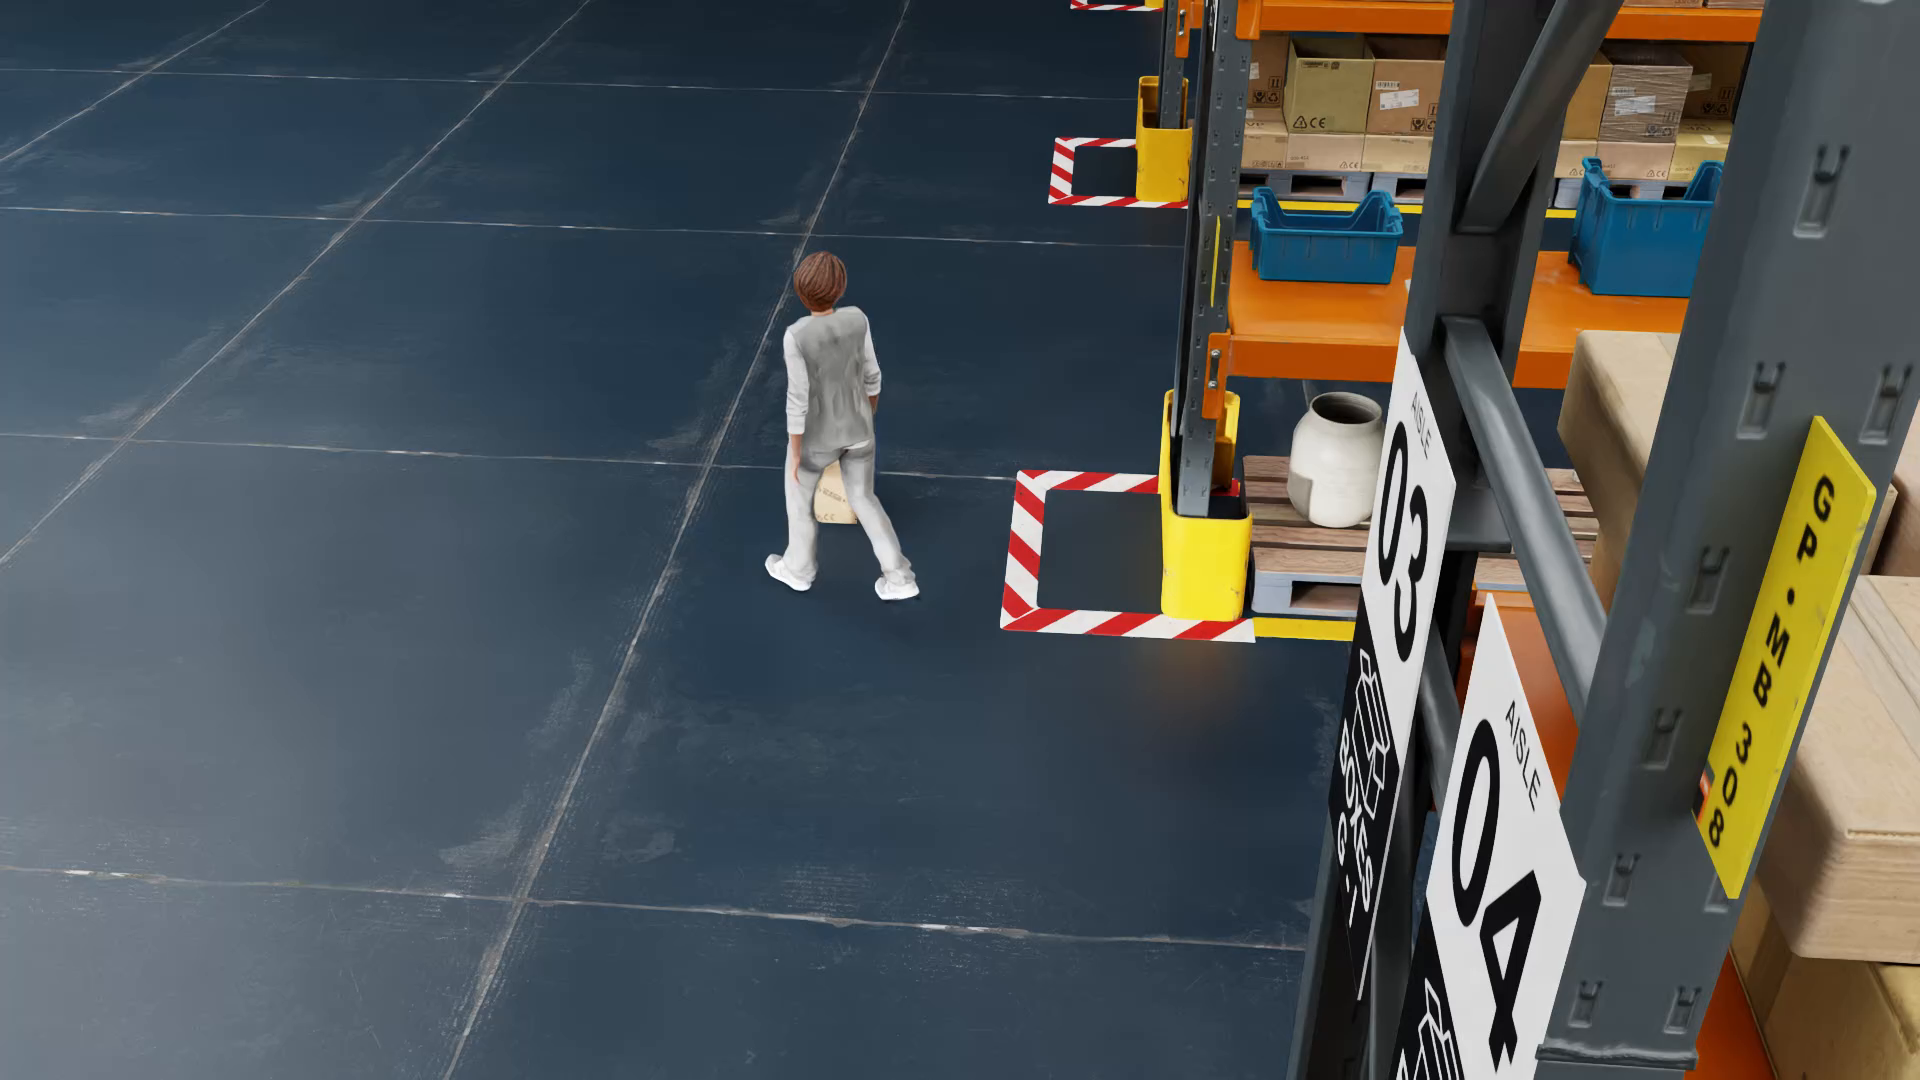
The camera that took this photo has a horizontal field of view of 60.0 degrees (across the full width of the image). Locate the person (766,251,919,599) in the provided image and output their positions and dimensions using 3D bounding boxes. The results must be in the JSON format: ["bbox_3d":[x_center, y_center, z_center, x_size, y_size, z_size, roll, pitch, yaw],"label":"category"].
[{"bbox_3d":[-0.517,-0.420,6.797,0.441,1.557,0.749,-19,37,-27],"label":"person"}]
